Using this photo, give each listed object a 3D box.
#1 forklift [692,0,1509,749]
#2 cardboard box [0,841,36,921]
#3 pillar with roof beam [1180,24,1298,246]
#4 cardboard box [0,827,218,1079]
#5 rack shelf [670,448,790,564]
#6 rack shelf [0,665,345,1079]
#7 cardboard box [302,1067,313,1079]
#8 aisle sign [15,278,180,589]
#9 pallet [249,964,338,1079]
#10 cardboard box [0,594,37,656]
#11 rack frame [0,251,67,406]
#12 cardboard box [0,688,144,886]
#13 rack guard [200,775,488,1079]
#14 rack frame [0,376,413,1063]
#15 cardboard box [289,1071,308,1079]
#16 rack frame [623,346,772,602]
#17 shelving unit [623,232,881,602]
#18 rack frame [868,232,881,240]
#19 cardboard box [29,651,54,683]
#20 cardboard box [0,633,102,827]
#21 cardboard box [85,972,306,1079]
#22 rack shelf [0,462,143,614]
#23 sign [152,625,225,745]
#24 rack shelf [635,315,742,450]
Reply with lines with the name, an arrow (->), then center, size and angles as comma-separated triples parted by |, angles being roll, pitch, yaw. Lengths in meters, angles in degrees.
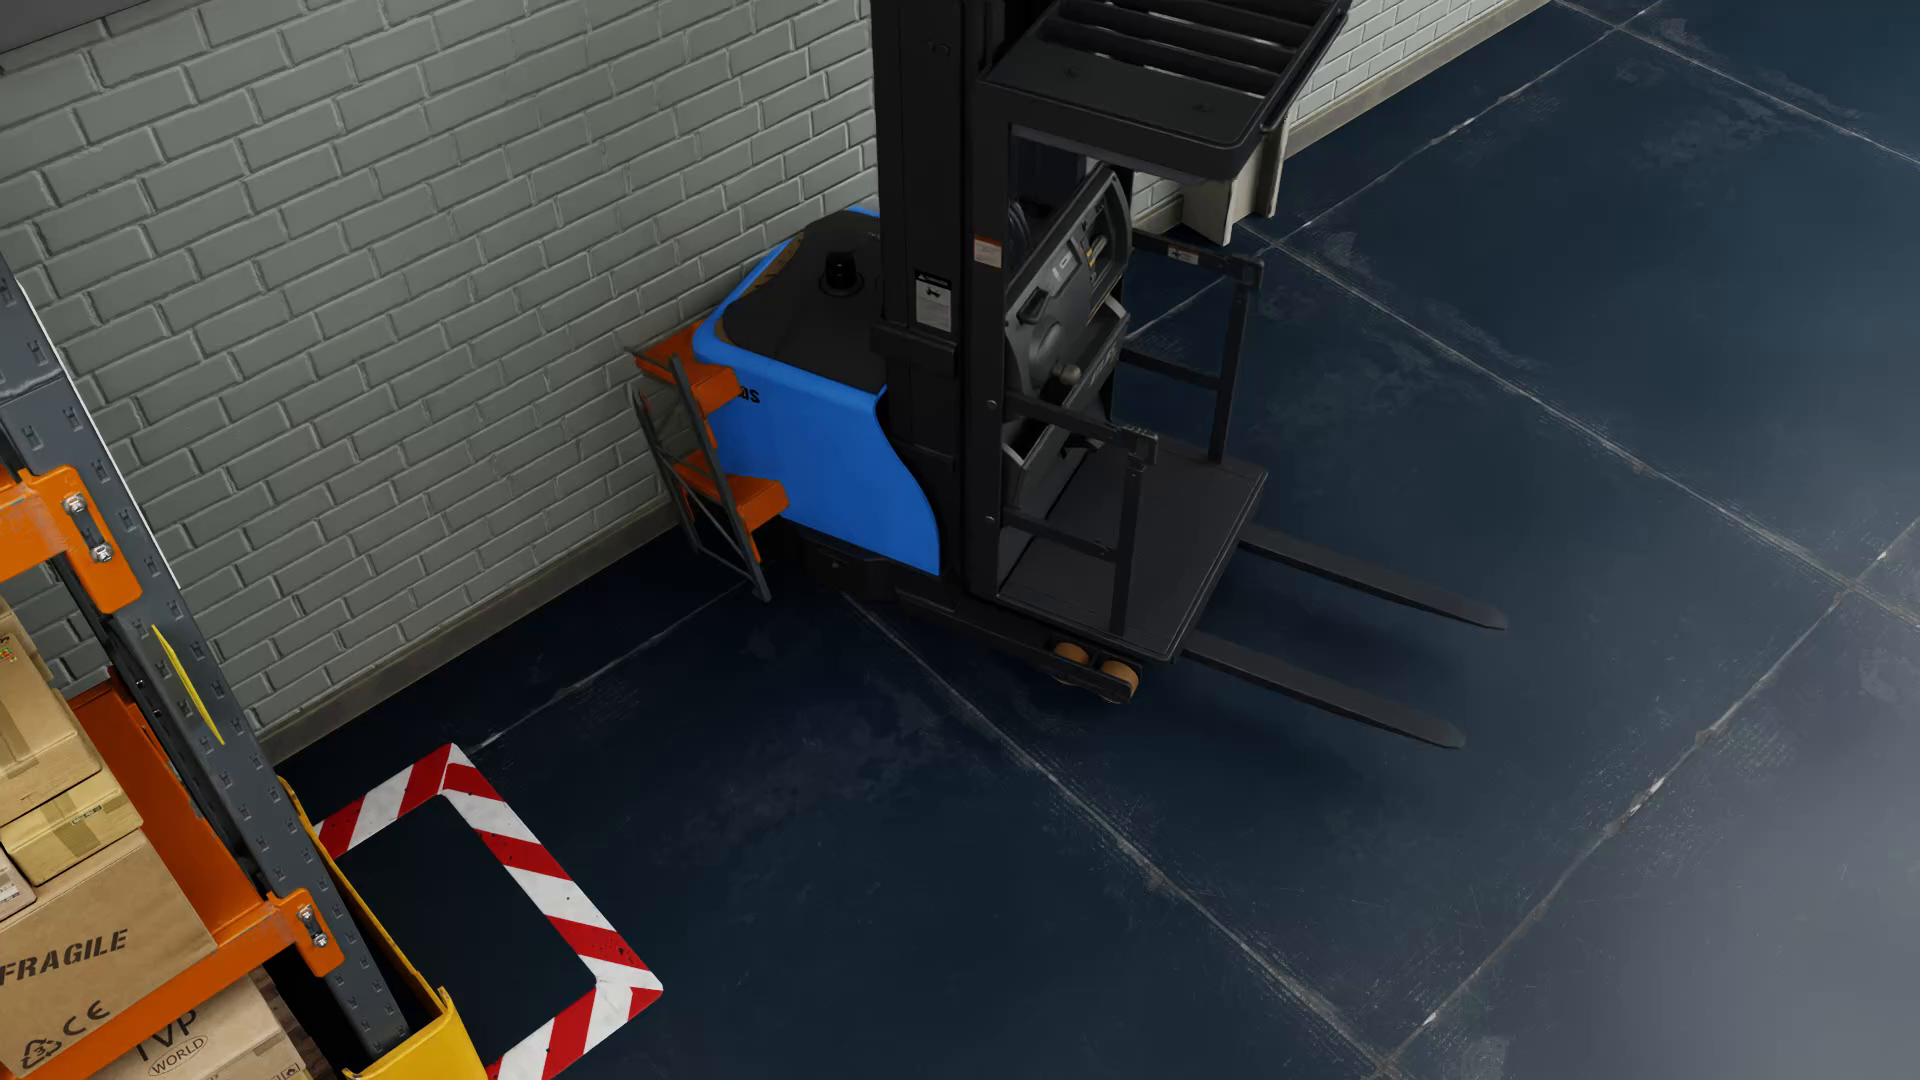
forklift -> 0.556, -0.831, 5.576 | 3.031, 2.935, 1.130 | 20, 51, 18
cardboard box -> -2.228, 0.693, 3.614 | 0.250, 0.149, 0.380 | -33, 55, -27
pillar with roof beam -> 4.223, -2.325, 2.826 | 0.400, 9.000, 9.100 | -34, 56, -27
cardboard box -> -2.179, 0.833, 3.926 | 0.500, 0.500, 0.500 | -35, 56, -28
rack shelf -> -0.611, -0.367, 6.677 | 1.000, 0.278, 0.538 | -37, 41, -26
rack shelf -> -3.471, 1.713, 3.671 | 4.000, 0.370, 1.077 | -34, 56, -27
cardboard box -> -2.126, 1.675, 4.802 | 0.500, 0.250, 0.500 | -33, 56, -27
aisle sign -> -1.745, -0.274, 3.246 | 0.004, 0.787, 0.394 | -34, 56, -27
pallet -> -2.529, 1.827, 4.974 | 1.213, 0.211, 1.003 | -34, 56, -27
cardboard box -> -2.384, 0.176, 3.888 | 0.250, 0.149, 0.380 | -35, 56, -28
rack frame -> -1.991, -1.554, 2.114 | 0.127, 3.000, 1.000 | -34, 56, -27
cardboard box -> -2.059, 0.550, 3.745 | 0.250, 0.149, 0.380 | -33, 55, -27
rack guard -> -1.974, 1.316, 5.249 | 0.348, 0.500, 1.175 | -34, 56, -27
rack frame -> -1.991, 0.480, 4.319 | 0.127, 3.000, 1.000 | -34, 56, -27
cardboard box -> -2.141, 1.512, 4.613 | 0.500, 0.250, 0.500 | -34, 56, -28
rack frame -> -1.032, -0.284, 6.311 | 0.032, 1.125, 0.500 | -37, 41, -26
shelving unit -> -0.665, -0.557, 6.533 | 1.048, 1.125, 0.538 | -37, 41, -26
rack frame -> -0.299, -0.830, 6.756 | 0.032, 1.125, 0.500 | -37, 41, -26
cardboard box -> -2.417, 0.253, 4.019 | 0.250, 0.149, 0.380 | -35, 56, -28
cardboard box -> -2.115, 0.417, 3.665 | 0.250, 0.149, 0.380 | -34, 56, -27
cardboard box -> -2.122, 1.329, 4.441 | 0.500, 0.250, 0.500 | -32, 55, -26
rack shelf -> -3.471, 0.696, 2.569 | 4.000, 0.370, 1.077 | -34, 56, -27
sign -> -1.637, 0.309, 3.528 | 0.005, 0.325, 0.100 | -34, 56, -27
rack shelf -> -0.731, -0.785, 6.362 | 1.000, 0.278, 0.538 | -37, 41, -26
